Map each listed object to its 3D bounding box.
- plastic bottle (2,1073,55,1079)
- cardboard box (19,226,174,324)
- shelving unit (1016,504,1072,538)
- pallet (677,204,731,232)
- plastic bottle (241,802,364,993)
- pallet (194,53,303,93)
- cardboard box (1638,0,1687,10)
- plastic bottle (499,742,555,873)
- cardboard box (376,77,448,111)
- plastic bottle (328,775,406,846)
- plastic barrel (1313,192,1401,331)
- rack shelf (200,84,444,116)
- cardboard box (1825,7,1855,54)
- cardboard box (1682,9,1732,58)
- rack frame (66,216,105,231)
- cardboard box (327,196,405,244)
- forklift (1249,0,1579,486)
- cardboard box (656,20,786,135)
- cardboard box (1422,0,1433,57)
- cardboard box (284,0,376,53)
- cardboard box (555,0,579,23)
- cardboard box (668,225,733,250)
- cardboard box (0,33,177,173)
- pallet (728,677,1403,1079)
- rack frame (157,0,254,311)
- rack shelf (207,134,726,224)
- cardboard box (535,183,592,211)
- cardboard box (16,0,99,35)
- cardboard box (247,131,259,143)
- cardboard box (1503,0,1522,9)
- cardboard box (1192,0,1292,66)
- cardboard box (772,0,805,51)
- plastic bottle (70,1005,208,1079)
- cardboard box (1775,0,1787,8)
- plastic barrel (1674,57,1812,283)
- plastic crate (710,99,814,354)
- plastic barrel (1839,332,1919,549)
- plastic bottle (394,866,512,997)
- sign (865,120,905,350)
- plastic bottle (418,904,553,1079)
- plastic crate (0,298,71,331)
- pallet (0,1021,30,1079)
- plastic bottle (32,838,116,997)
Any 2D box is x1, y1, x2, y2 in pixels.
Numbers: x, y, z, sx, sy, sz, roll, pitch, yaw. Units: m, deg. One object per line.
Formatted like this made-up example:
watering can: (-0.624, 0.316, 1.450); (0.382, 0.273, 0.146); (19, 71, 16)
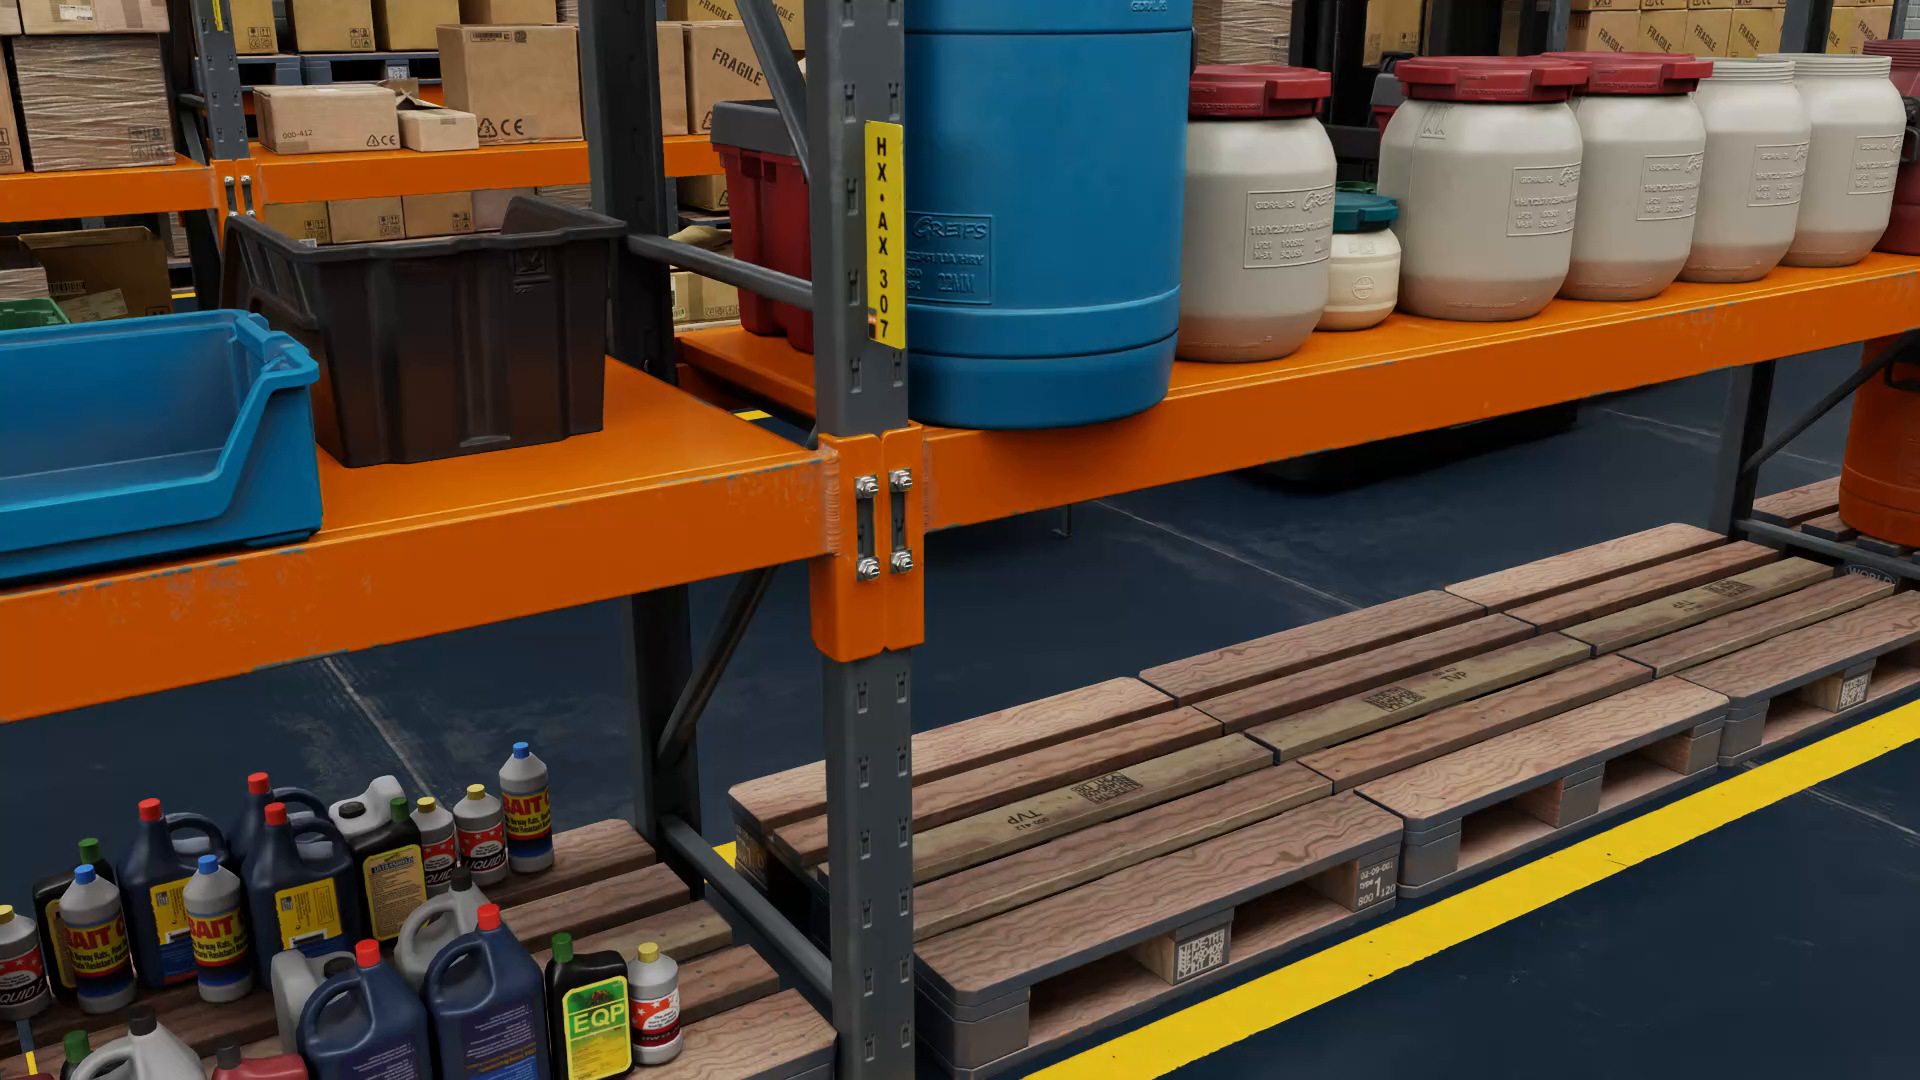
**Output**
plastic bottle: (-1.411, 0.890, 2.482); (0.133, 0.283, 0.061); (-12, 22, -31)
cardboard box: (-3.685, -1.048, 7.127); (0.500, 0.500, 0.500); (-12, 22, -31)
shelving unit: (-0.006, -0.709, 6.001); (0.755, 1.500, 0.431); (-12, 22, -31)
pallet: (-1.812, -2.621, 13.667); (1.213, 0.211, 1.003); (-12, 22, -31)
plastic bottle: (-1.227, 0.648, 3.094); (0.185, 0.351, 0.144); (-12, 22, -31)
pallet: (-5.135, -3.123, 11.099); (1.213, 0.211, 1.003); (-12, 22, -31)
cardboard box: (4.535, -3.823, 11.152); (0.500, 0.500, 0.500); (-13, 22, -33)
plastic bottle: (-0.912, 0.554, 3.494); (0.097, 0.271, 0.097); (0, 19, 0)
cardboard box: (-2.492, -1.934, 7.493); (0.258, 0.266, 0.396); (-13, 22, -33)
plastic bottle: (-1.167, 0.617, 3.303); (0.135, 0.276, 0.152); (-11, 22, -29)
plastic barrel: (0.785, -0.595, 3.537); (0.301, 0.262, 0.301); (0, 19, 0)
rack shelf: (-4.183, -3.130, 11.943); (4.000, 0.370, 1.077); (-12, 22, -31)
cardboard box: (6.241, -3.711, 12.382); (0.500, 0.500, 0.500); (-12, 22, -31)
cardboard box: (4.976, -3.446, 11.598); (0.500, 0.500, 0.500); (-12, 22, -32)
rack frame: (-5.853, -3.118, 10.785); (0.127, 3.000, 1.000); (-12, 22, -31)
cardboard box: (-4.395, -2.460, 12.055); (0.500, 0.500, 0.700); (-12, 22, -31)
forklift: (2.257, -1.975, 7.509); (3.031, 2.935, 1.130); (-14, 23, -36)
cardboard box: (-1.177, -2.246, 8.049); (0.500, 0.500, 0.500); (-13, 23, -34)
cardboard box: (3.037, -3.426, 10.883); (0.700, 0.500, 0.500); (14, 23, 35)
cardboard box: (-4.406, -3.676, 11.590); (0.500, 0.500, 0.700); (-9, 21, -24)
cardboard box: (-2.899, -3.993, 12.530); (0.500, 0.500, 0.700); (-15, 24, -38)
cardboard box: (-1.245, -1.463, 8.651); (0.500, 0.311, 0.500); (-13, 22, -33)
cardboard box: (-3.493, -1.762, 6.616); (0.500, 0.500, 0.700); (-13, 22, -33)
pallet: (0.230, 0.704, 3.833); (1.213, 0.211, 1.003); (-12, 22, -31)
rack frame: (-3.125, -1.794, 6.868); (0.127, 3.000, 1.000); (-12, 22, -31)
rack shelf: (-1.455, -1.806, 8.025); (4.000, 0.370, 1.077); (-12, 22, -31)
cardboard box: (-3.085, -2.706, 12.783); (0.500, 0.500, 0.700); (-12, 22, -31)
cardboard box: (-3.442, -2.001, 6.310); (0.250, 0.149, 0.380); (-12, 22, -33)
cardboard box: (-4.882, -2.711, 11.624); (0.500, 0.250, 0.500); (-12, 22, -33)
cardboard box: (3.836, -3.883, 11.328); (0.500, 0.500, 0.500); (-12, 22, -31)
cardboard box: (1.548, -2.996, 9.611); (0.500, 0.500, 0.700); (-8, 20, -21)
cardboard box: (-1.523, -4.128, 13.119); (0.500, 0.500, 0.500); (-11, 22, -30)
plastic bottle: (-1.214, 0.859, 2.469); (0.185, 0.351, 0.144); (-12, 22, -32)
cardboard box: (5.824, -4.095, 11.957); (0.500, 0.500, 0.500); (-11, 22, -30)
plastic barrel: (1.843, -0.914, 4.089); (0.421, 0.512, 0.421); (0, 19, 0)
plastic crate: (-0.168, -0.666, 3.431); (0.583, 0.464, 0.402); (-12, 22, -31)
plastic barrel: (3.336, -0.435, 5.580); (0.708, 0.830, 0.600); (-12, 22, -31)
plastic bottle: (-0.863, 0.730, 2.851); (0.185, 0.351, 0.144); (-12, 22, -31)
sign: (-0.111, -0.451, 2.462); (0.005, 0.325, 0.100); (-12, 22, -31)
plastic bottle: (-0.784, 0.768, 2.737); (0.185, 0.351, 0.144); (-13, 22, -33)
plastic crate: (-1.693, -0.205, 2.497); (0.662, 0.188, 0.450); (-12, 22, -31)
pallet: (-2.008, 1.176, 2.437); (1.213, 0.211, 1.003); (-12, 22, -31)
plastic bottle: (-1.625, 0.692, 3.068); (0.133, 0.283, 0.061); (-11, 21, -29)
